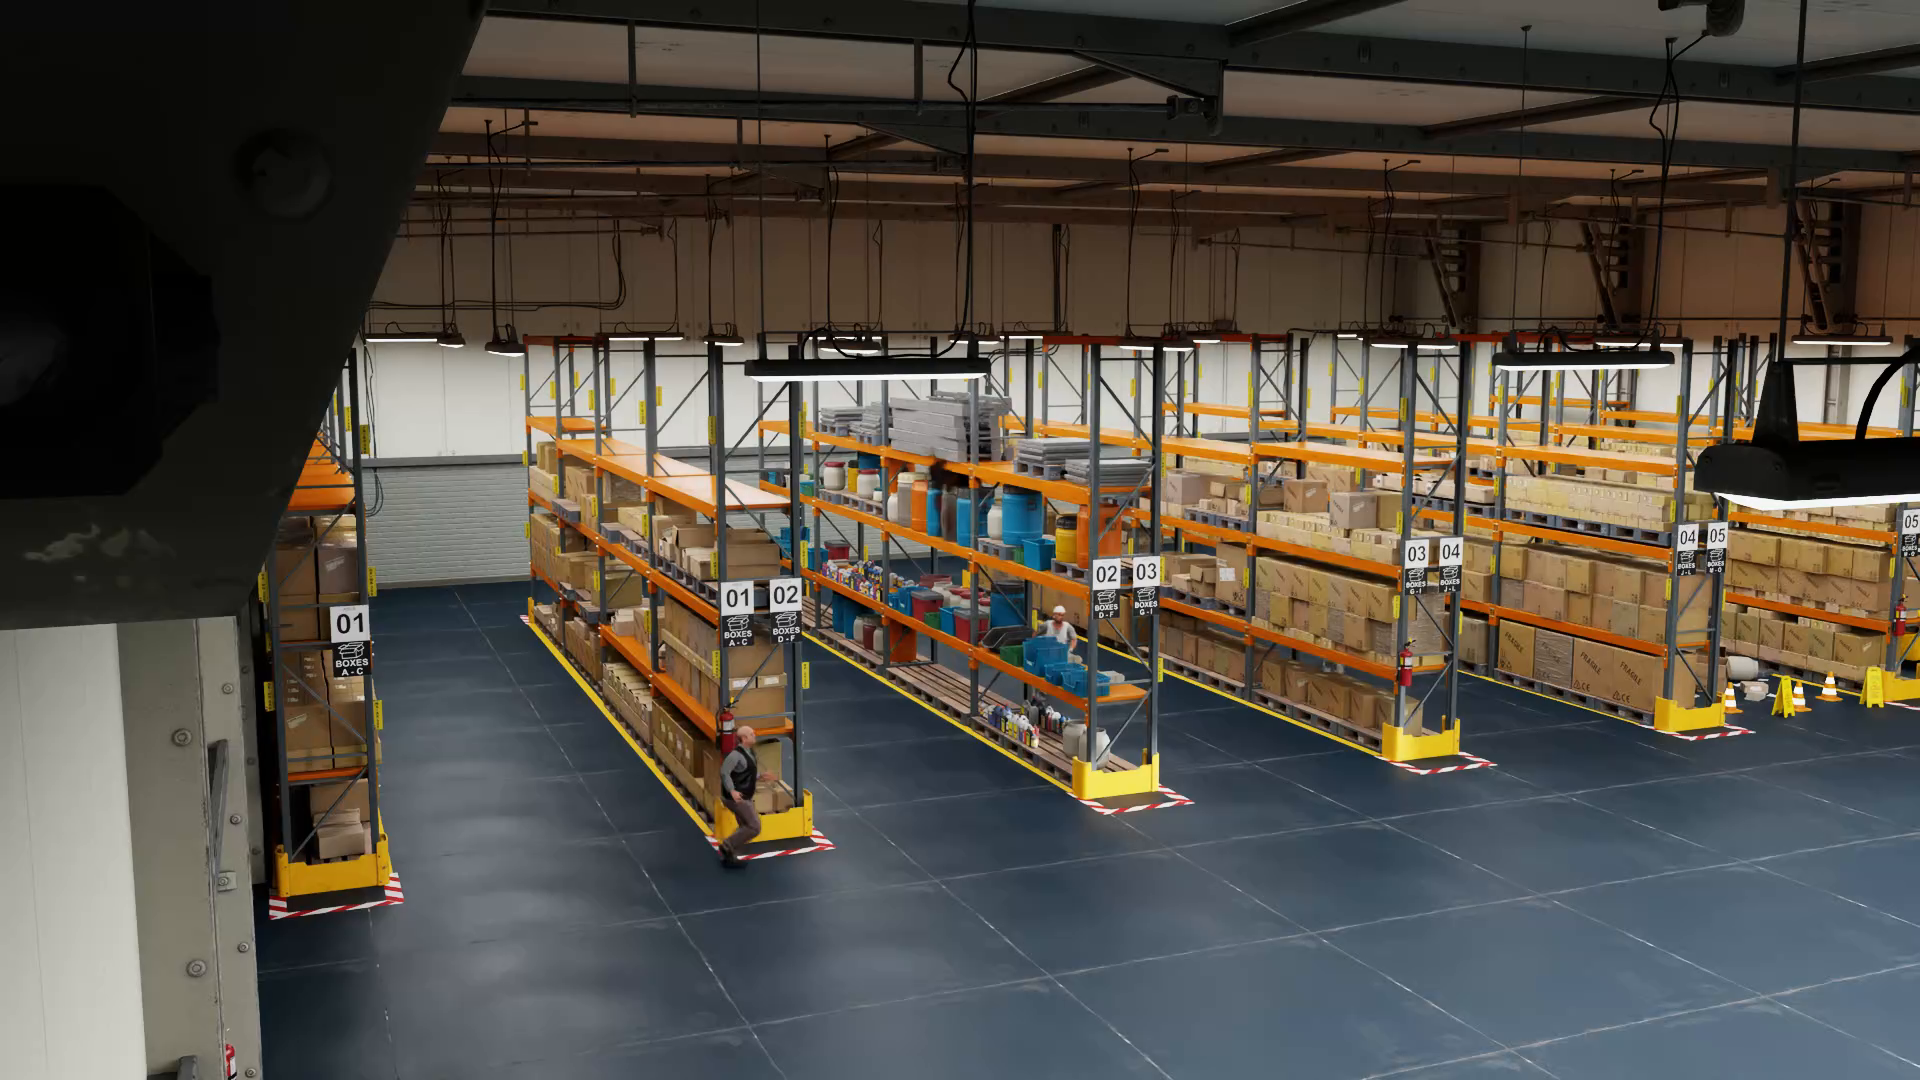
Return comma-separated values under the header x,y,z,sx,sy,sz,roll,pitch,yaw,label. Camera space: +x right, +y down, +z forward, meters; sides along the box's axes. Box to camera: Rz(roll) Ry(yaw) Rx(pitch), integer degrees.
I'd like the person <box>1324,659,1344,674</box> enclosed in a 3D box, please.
x,y,z,sx,sy,sz,roll,pitch,yaw,label
6.738,1.587,29.183,0.613,1.548,0.779,-3,8,-20,person

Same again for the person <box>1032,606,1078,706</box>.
x,y,z,sx,sy,sz,roll,pitch,yaw,label
1.489,1.901,27.119,0.873,1.674,0.632,-1,8,-5,person

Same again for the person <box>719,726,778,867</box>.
x,y,z,sx,sy,sz,roll,pitch,yaw,label
-2.460,2.964,19.156,0.655,1.667,0.665,1,8,6,person

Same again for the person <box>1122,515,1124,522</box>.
x,y,z,sx,sy,sz,roll,pitch,yaw,label
3.792,0.128,40.777,0.730,1.661,0.576,4,9,29,person
